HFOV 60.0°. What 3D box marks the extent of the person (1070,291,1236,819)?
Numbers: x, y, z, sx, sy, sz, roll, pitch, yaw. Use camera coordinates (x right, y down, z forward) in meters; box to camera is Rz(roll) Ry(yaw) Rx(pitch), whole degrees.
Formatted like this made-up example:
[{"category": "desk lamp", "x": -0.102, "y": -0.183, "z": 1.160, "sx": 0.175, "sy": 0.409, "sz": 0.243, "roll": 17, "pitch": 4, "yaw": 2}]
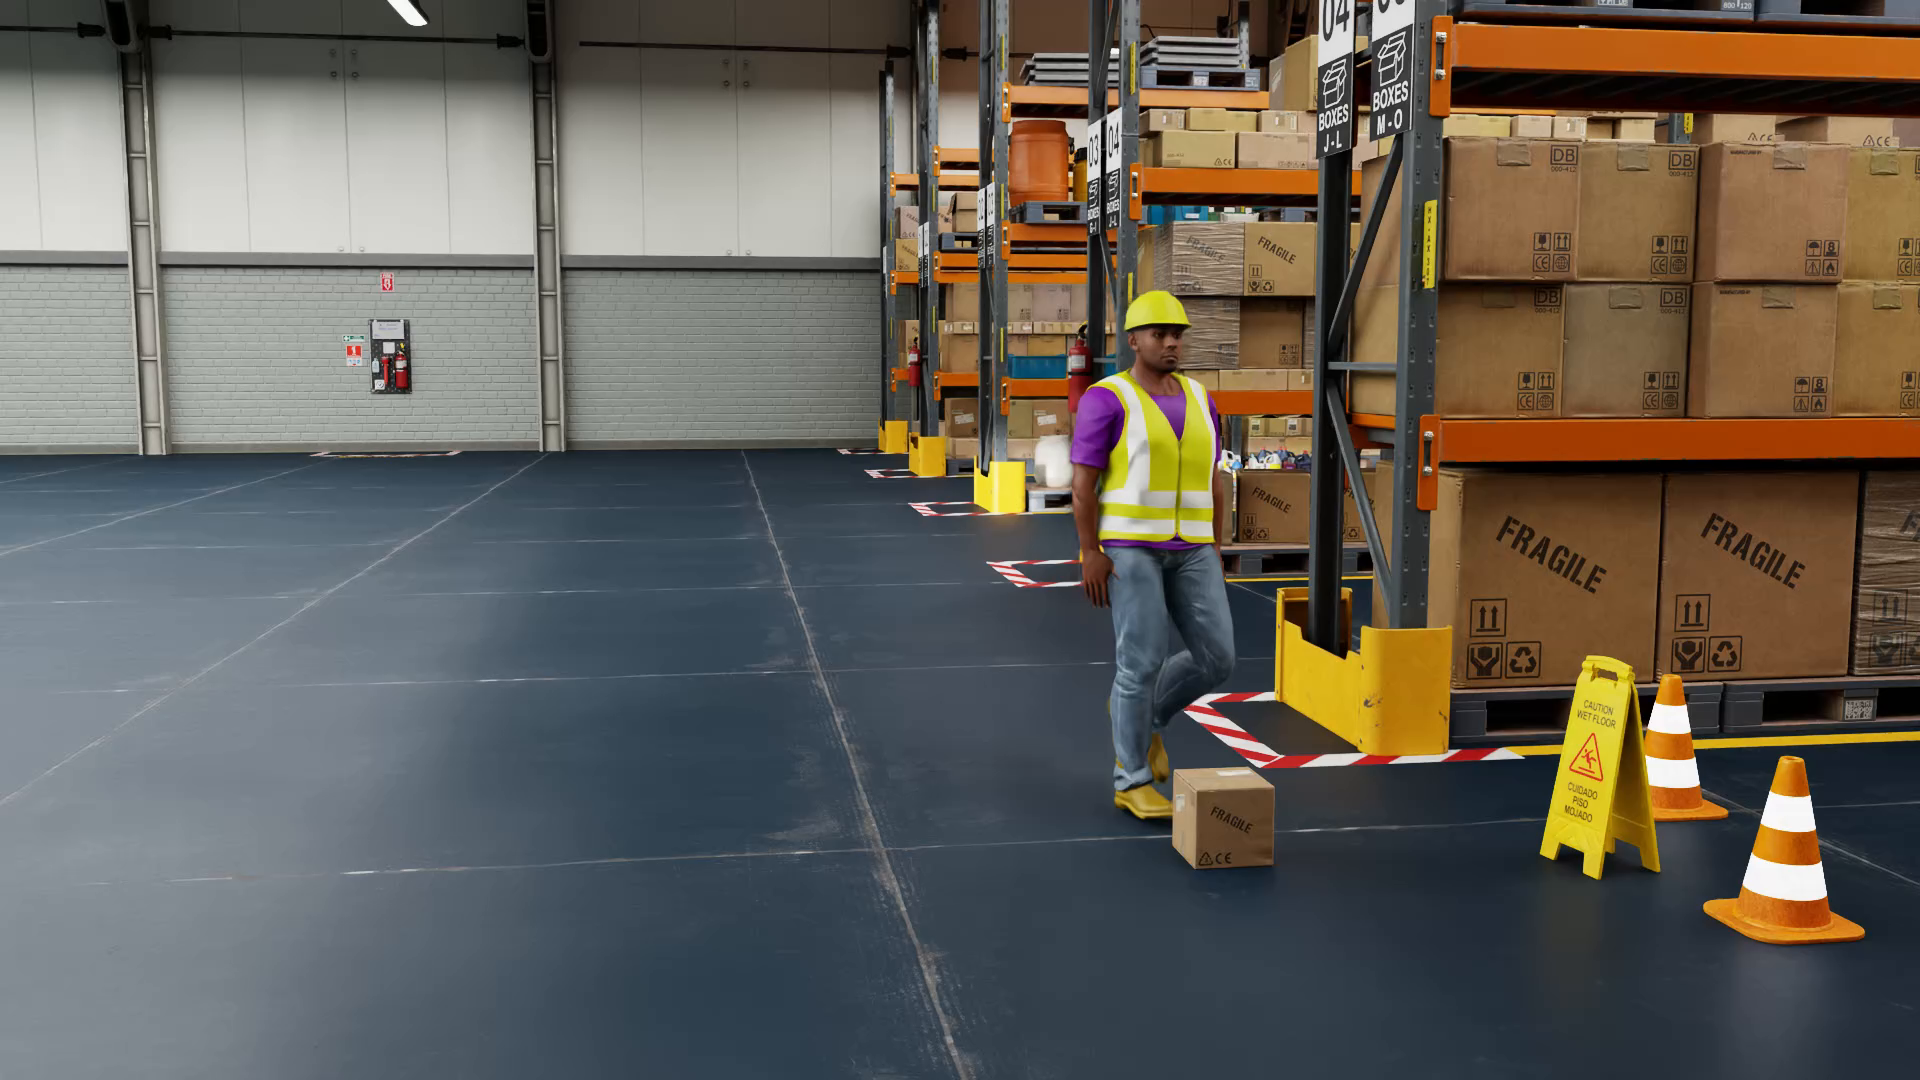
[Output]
[{"category": "person", "x": 0.676, "y": 0.034, "z": 5.667, "sx": 0.589, "sy": 1.752, "sz": 0.544, "roll": -3, "pitch": 7, "yaw": -25}]
